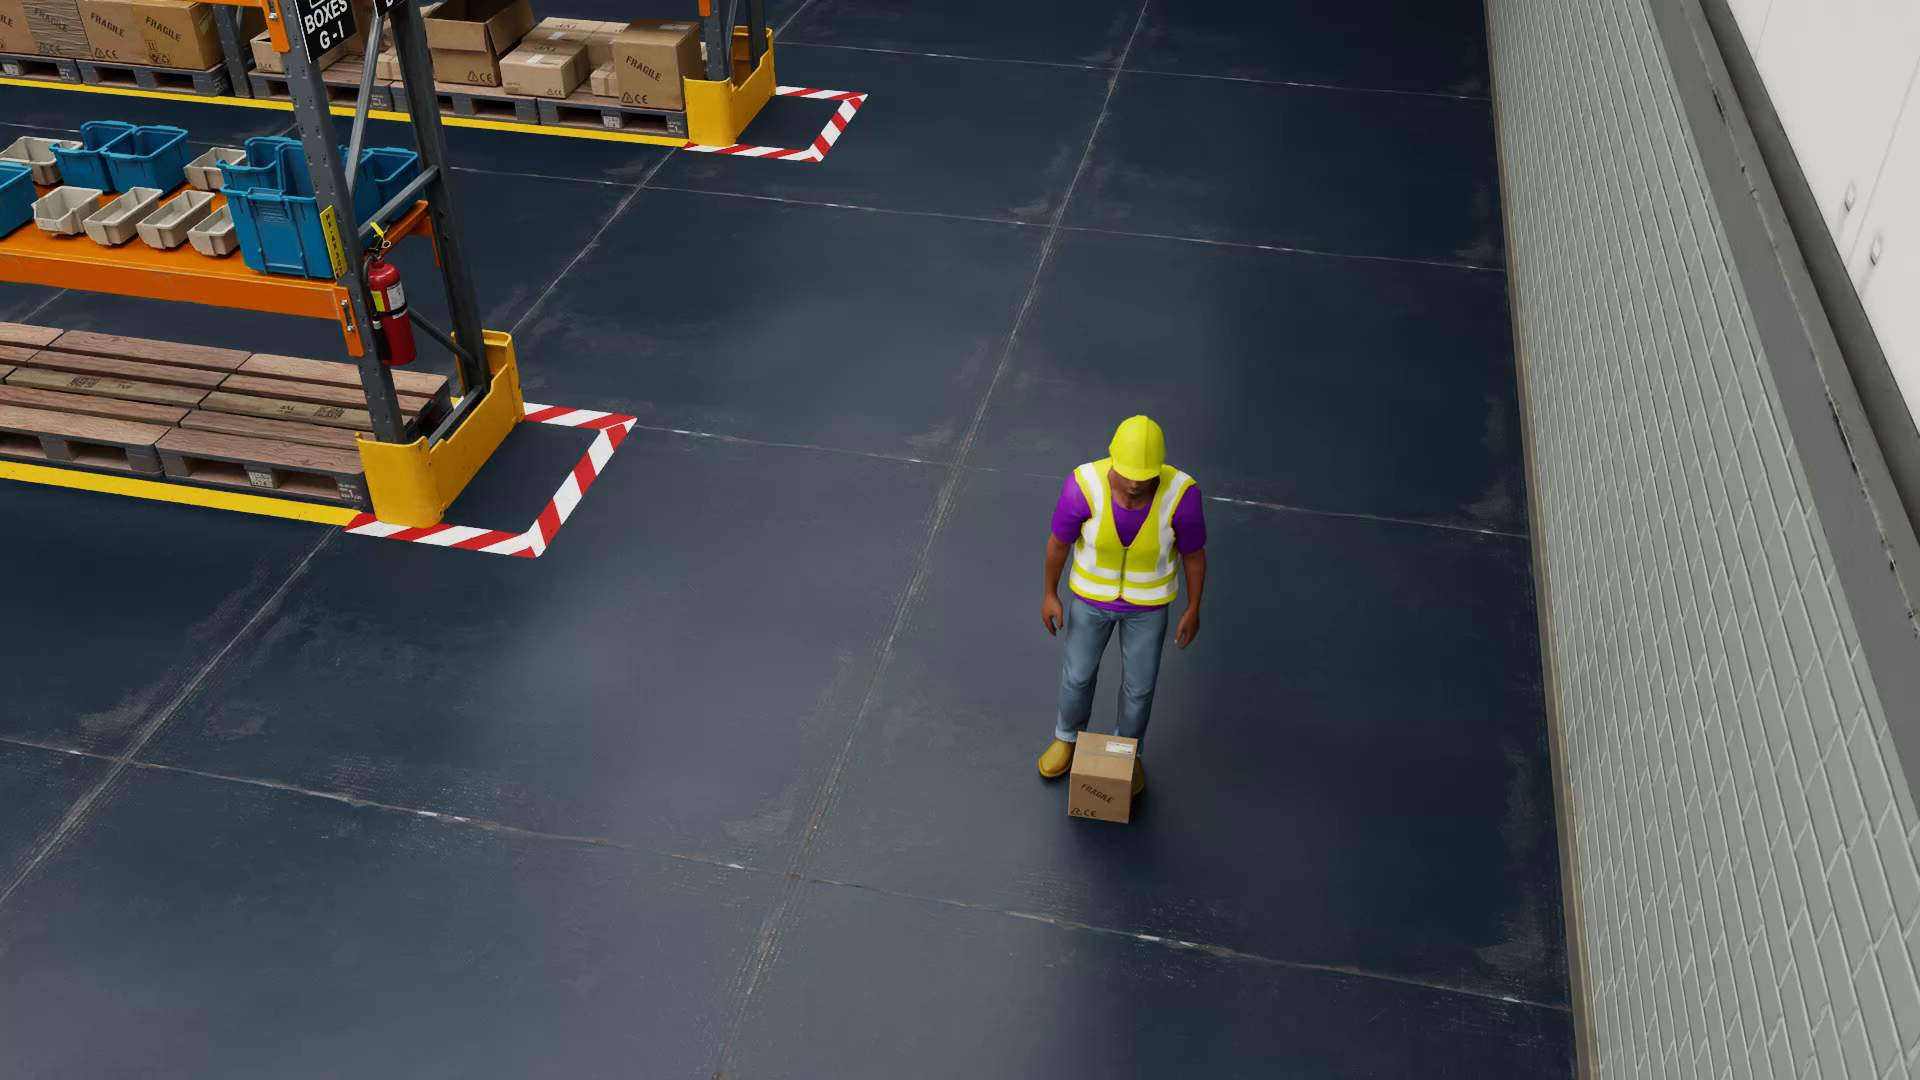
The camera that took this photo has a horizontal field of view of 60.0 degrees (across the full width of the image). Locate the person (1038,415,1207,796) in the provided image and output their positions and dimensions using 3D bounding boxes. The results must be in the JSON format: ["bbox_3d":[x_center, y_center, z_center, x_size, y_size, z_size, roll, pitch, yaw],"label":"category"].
[{"bbox_3d":[0.644,0.243,6.620,0.636,1.761,0.454,6,37,8],"label":"person"}]
